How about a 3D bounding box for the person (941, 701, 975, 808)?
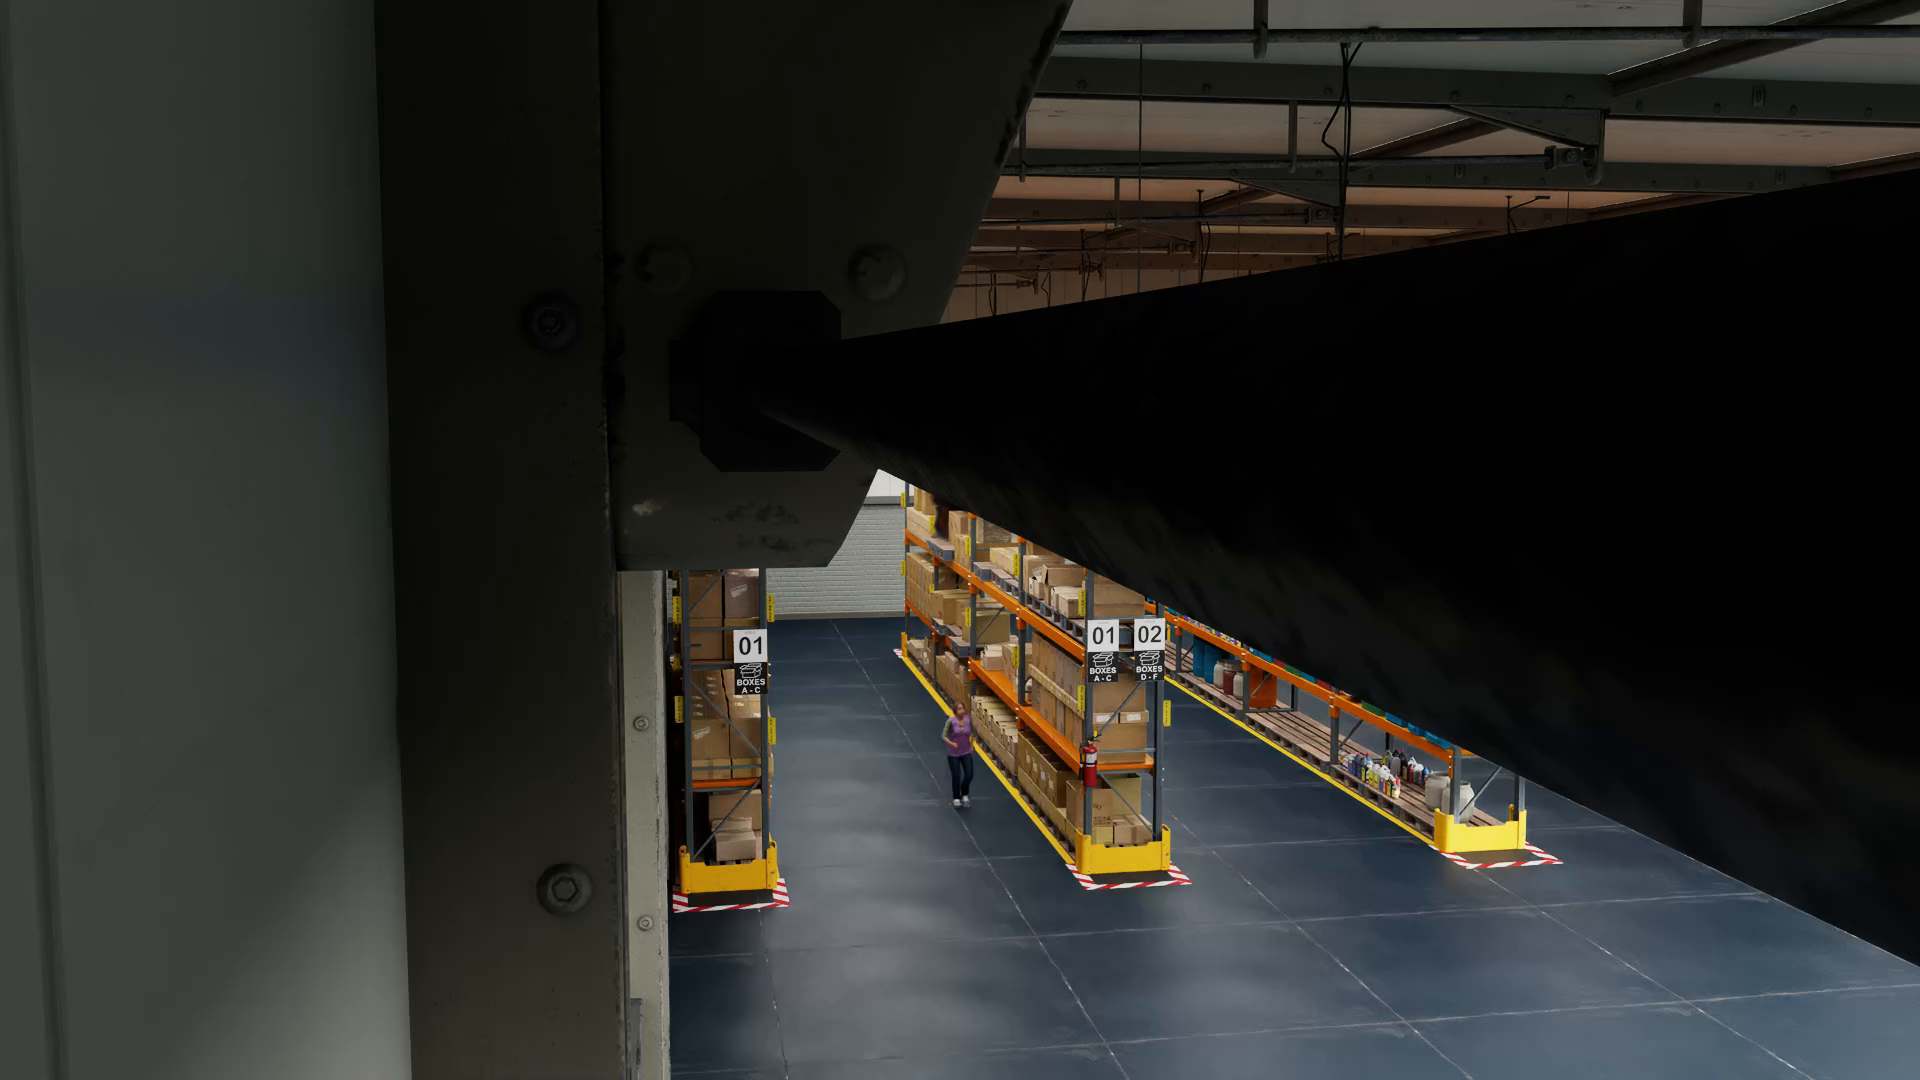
[{"bbox_3d":[-0.001,3.076,23.793,0.541,1.568,0.604,-1,6,-13],"label":"person"}]
